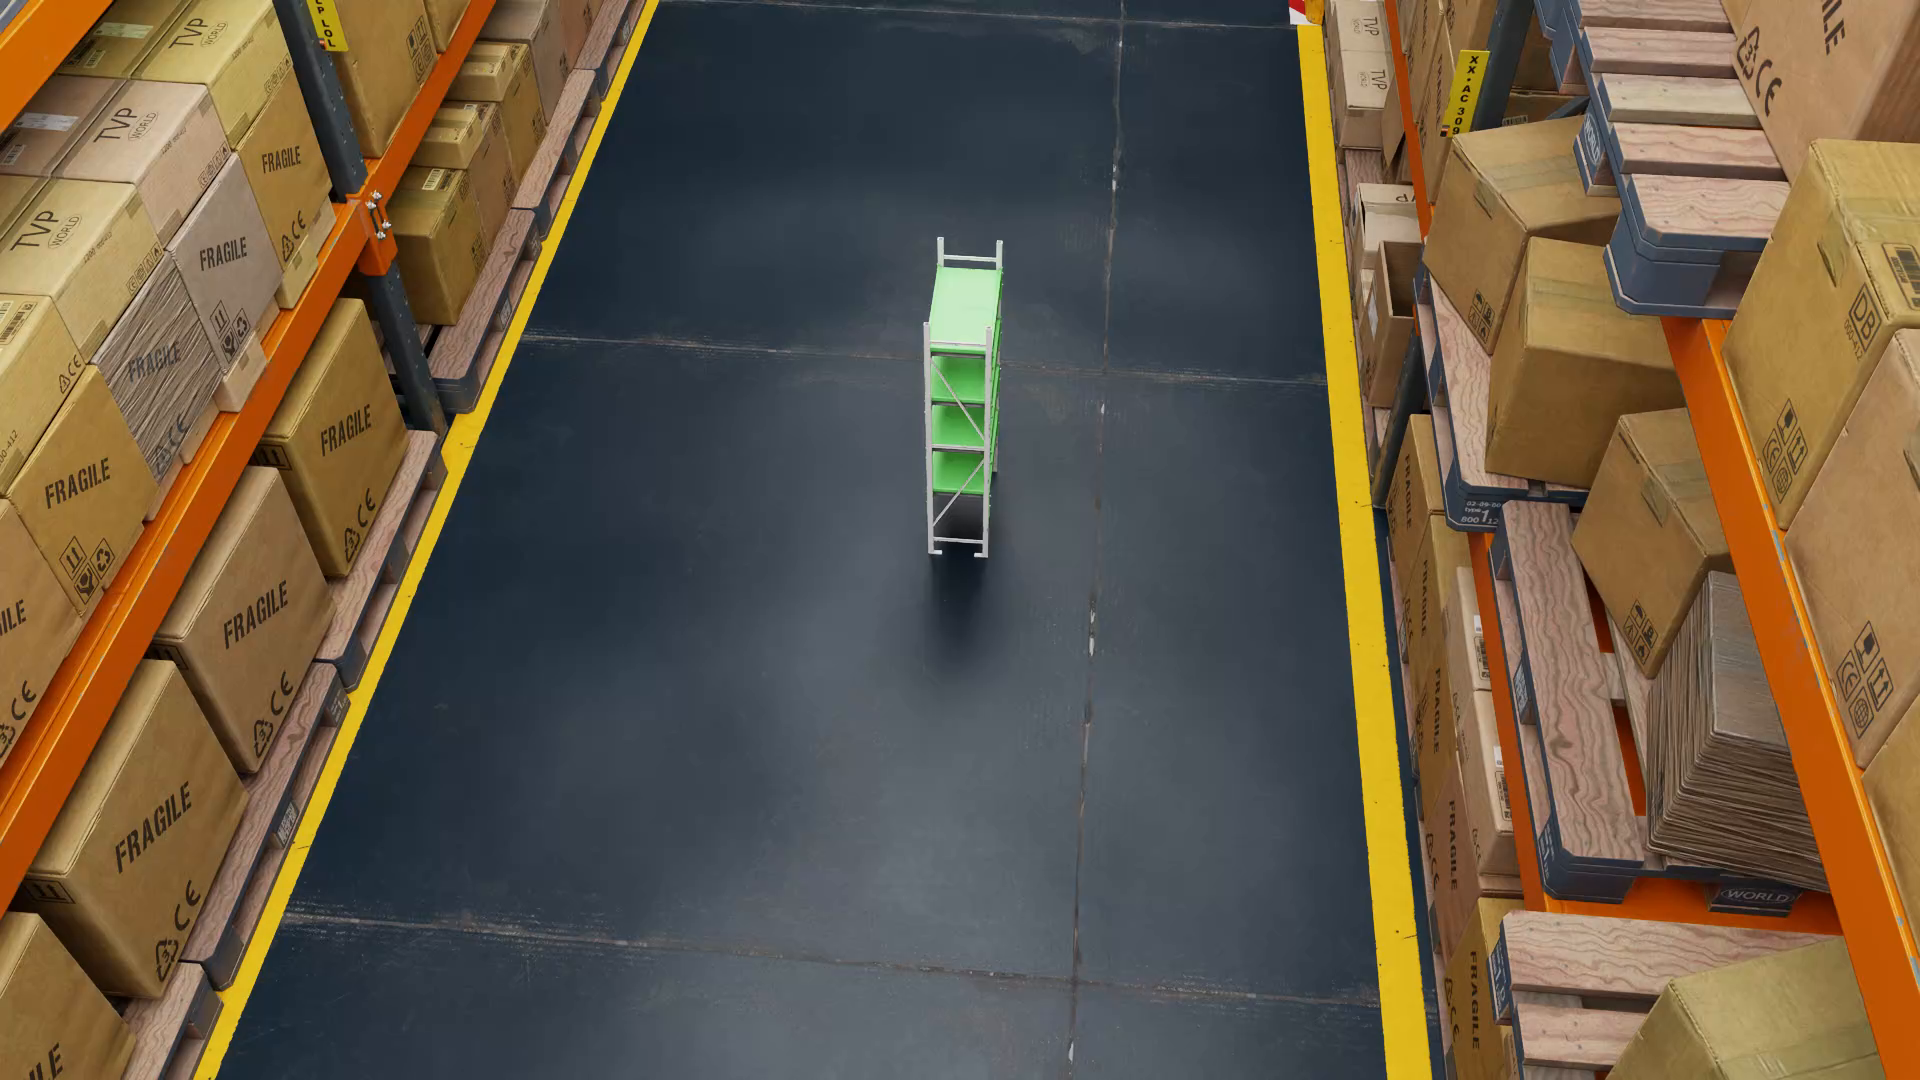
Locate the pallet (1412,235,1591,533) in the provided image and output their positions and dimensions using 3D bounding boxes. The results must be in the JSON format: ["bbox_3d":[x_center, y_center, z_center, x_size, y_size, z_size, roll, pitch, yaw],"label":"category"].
[{"bbox_3d":[2.031,-0.505,5.335,1.003,0.211,1.213,4,48,4],"label":"pallet"}]

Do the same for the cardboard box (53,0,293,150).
[{"bbox_3d":[-2.508,-1.514,5.337,0.500,0.250,0.500,5,48,4],"label":"cardboard box"}]

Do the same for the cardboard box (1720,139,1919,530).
[{"bbox_3d":[1.949,-0.337,2.950,0.910,0.500,0.500,4,48,4],"label":"cardboard box"}]

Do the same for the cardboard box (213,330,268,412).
[{"bbox_3d":[-2.503,-0.562,5.414,0.380,0.149,0.250,4,48,4],"label":"cardboard box"}]

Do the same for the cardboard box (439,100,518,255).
[{"bbox_3d":[-2.501,-1.690,7.698,0.700,0.500,0.500,3,48,3],"label":"cardboard box"}]

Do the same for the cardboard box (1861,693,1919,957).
[{"bbox_3d":[1.855,0.420,2.258,0.910,0.500,0.500,4,48,4],"label":"cardboard box"}]

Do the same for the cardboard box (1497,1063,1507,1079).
[{"bbox_3d":[1.700,1.781,4.510,0.500,0.500,0.500,6,48,5],"label":"cardboard box"}]

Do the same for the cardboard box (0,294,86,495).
[{"bbox_3d":[-2.657,-0.390,4.308,0.500,0.250,0.500,3,48,3],"label":"cardboard box"}]

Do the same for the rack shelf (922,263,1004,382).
[{"bbox_3d":[0.015,-0.807,6.137,0.258,0.148,0.480,4,48,4],"label":"rack shelf"}]

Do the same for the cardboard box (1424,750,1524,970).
[{"bbox_3d":[1.789,1.015,5.211,0.500,0.500,0.500,2,48,2],"label":"cardboard box"}]

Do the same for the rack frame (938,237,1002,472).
[{"bbox_3d":[0.037,-0.706,6.608,0.240,1.200,0.015,4,48,4],"label":"rack frame"}]

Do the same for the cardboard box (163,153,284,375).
[{"bbox_3d":[-2.548,-0.890,5.274,0.500,0.500,0.500,4,48,4],"label":"cardboard box"}]

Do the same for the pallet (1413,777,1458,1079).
[{"bbox_3d":[2.068,1.290,5.453,1.003,0.211,1.213,4,48,4],"label":"pallet"}]

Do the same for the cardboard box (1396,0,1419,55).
[{"bbox_3d":[2.093,-2.325,6.802,0.500,0.500,0.500,5,48,4],"label":"cardboard box"}]

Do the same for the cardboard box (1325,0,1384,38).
[{"bbox_3d":[2.174,-2.813,8.938,0.380,0.166,0.250,4,48,4],"label":"cardboard box"}]

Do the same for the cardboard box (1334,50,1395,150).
[{"bbox_3d":[2.154,-2.195,8.316,0.500,0.250,0.500,4,48,4],"label":"cardboard box"}]

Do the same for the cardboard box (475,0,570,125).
[{"bbox_3d":[-2.411,-2.459,8.402,0.700,0.500,0.500,2,48,2],"label":"cardboard box"}]

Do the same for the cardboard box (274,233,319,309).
[{"bbox_3d":[-2.469,-0.948,5.767,0.380,0.149,0.250,5,48,4],"label":"cardboard box"}]

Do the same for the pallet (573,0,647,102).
[{"bbox_3d":[-2.351,-2.886,9.272,1.003,0.211,1.213,4,48,4],"label":"pallet"}]

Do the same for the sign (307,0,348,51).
[{"bbox_3d":[-2.179,-1.815,5.672,0.100,0.325,0.005,4,48,4],"label":"sign"}]

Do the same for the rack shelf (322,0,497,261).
[{"bbox_3d":[-2.538,-2.707,7.707,1.077,0.370,4.000,4,48,4],"label":"rack shelf"}]

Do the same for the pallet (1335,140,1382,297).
[{"bbox_3d":[2.385,-1.612,8.108,1.003,0.211,1.213,4,48,4],"label":"pallet"}]

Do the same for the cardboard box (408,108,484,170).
[{"bbox_3d":[-2.337,-1.779,7.341,0.380,0.149,0.250,5,48,5],"label":"cardboard box"}]

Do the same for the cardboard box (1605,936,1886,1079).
[{"bbox_3d":[1.794,1.143,3.345,0.700,0.500,0.500,-11,48,-10],"label":"cardboard box"}]

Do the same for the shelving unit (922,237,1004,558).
[{"bbox_3d":[0.015,-0.527,6.444,0.258,1.200,0.503,4,48,4],"label":"shelving unit"}]

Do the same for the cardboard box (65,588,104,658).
[{"bbox_3d":[-2.695,0.183,4.733,0.380,0.149,0.250,4,48,4],"label":"cardboard box"}]

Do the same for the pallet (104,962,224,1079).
[{"bbox_3d":[-2.938,1.826,4.963,1.003,0.211,1.213,4,48,4],"label":"pallet"}]

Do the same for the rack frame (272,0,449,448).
[{"bbox_3d":[-2.720,-1.480,6.097,1.000,3.000,0.127,4,48,4],"label":"rack frame"}]

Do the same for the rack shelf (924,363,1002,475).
[{"bbox_3d":[0.015,-0.483,6.492,0.258,0.148,0.480,4,48,4],"label":"rack shelf"}]

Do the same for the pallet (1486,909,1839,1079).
[{"bbox_3d":[1.840,1.351,3.637,1.213,0.211,1.003,4,48,4],"label":"pallet"}]

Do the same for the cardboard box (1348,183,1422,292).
[{"bbox_3d":[2.051,-1.380,7.529,0.500,0.311,0.500,4,48,4],"label":"cardboard box"}]

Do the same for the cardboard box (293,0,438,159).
[{"bbox_3d":[-2.655,-1.979,6.350,0.980,0.700,0.700,5,48,4],"label":"cardboard box"}]

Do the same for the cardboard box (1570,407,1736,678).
[{"bbox_3d":[2.113,-0.023,4.412,0.700,0.500,0.500,-7,48,-6],"label":"cardboard box"}]

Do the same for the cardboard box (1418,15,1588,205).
[{"bbox_3d":[2.003,-1.568,6.110,0.500,0.500,0.500,5,48,4],"label":"cardboard box"}]

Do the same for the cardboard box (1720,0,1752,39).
[{"bbox_3d":[2.055,-1.514,3.675,0.600,0.600,0.600,3,48,3],"label":"cardboard box"}]

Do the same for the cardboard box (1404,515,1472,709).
[{"bbox_3d":[1.889,0.277,5.886,0.500,0.500,0.500,4,48,4],"label":"cardboard box"}]

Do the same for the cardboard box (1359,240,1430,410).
[{"bbox_3d":[1.982,-0.893,6.955,0.500,0.500,0.500,4,48,4],"label":"cardboard box"}]

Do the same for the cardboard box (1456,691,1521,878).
[{"bbox_3d":[1.790,0.735,4.959,0.500,0.250,0.500,3,48,3],"label":"cardboard box"}]

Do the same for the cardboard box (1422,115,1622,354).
[{"bbox_3d":[1.947,-0.992,5.299,0.700,0.500,0.500,-11,48,-10],"label":"cardboard box"}]

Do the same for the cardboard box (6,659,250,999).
[{"bbox_3d":[-2.801,0.868,5.122,0.750,0.750,0.750,4,48,3],"label":"cardboard box"}]

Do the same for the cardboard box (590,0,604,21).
[{"bbox_3d":[-2.320,-3.197,9.076,0.700,0.500,0.500,4,48,4],"label":"cardboard box"}]

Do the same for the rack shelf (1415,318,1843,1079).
[{"bbox_3d":[2.031,0.562,4.716,1.077,0.370,4.000,4,48,4],"label":"rack shelf"}]

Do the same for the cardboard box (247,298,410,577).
[{"bbox_3d":[-2.650,-0.410,6.291,0.750,0.750,0.750,4,48,4],"label":"cardboard box"}]

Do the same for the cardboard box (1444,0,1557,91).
[{"bbox_3d":[2.001,-1.910,5.745,0.500,0.500,0.500,4,48,4],"label":"cardboard box"}]

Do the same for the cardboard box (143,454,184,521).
[{"bbox_3d":[-2.629,-0.204,5.087,0.380,0.149,0.250,3,48,2],"label":"cardboard box"}]

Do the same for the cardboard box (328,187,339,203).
[{"bbox_3d":[-2.761,-1.447,7.036,0.380,0.149,0.250,4,48,3],"label":"cardboard box"}]

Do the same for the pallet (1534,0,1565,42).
[{"bbox_3d":[2.084,-1.624,4.324,1.213,0.211,1.003,4,48,4],"label":"pallet"}]

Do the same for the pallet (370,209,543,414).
[{"bbox_3d":[-2.573,-1.093,7.632,1.003,0.211,1.213,4,48,4],"label":"pallet"}]

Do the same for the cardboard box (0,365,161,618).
[{"bbox_3d":[-2.643,-0.154,4.601,0.500,0.500,0.500,5,48,5],"label":"cardboard box"}]
